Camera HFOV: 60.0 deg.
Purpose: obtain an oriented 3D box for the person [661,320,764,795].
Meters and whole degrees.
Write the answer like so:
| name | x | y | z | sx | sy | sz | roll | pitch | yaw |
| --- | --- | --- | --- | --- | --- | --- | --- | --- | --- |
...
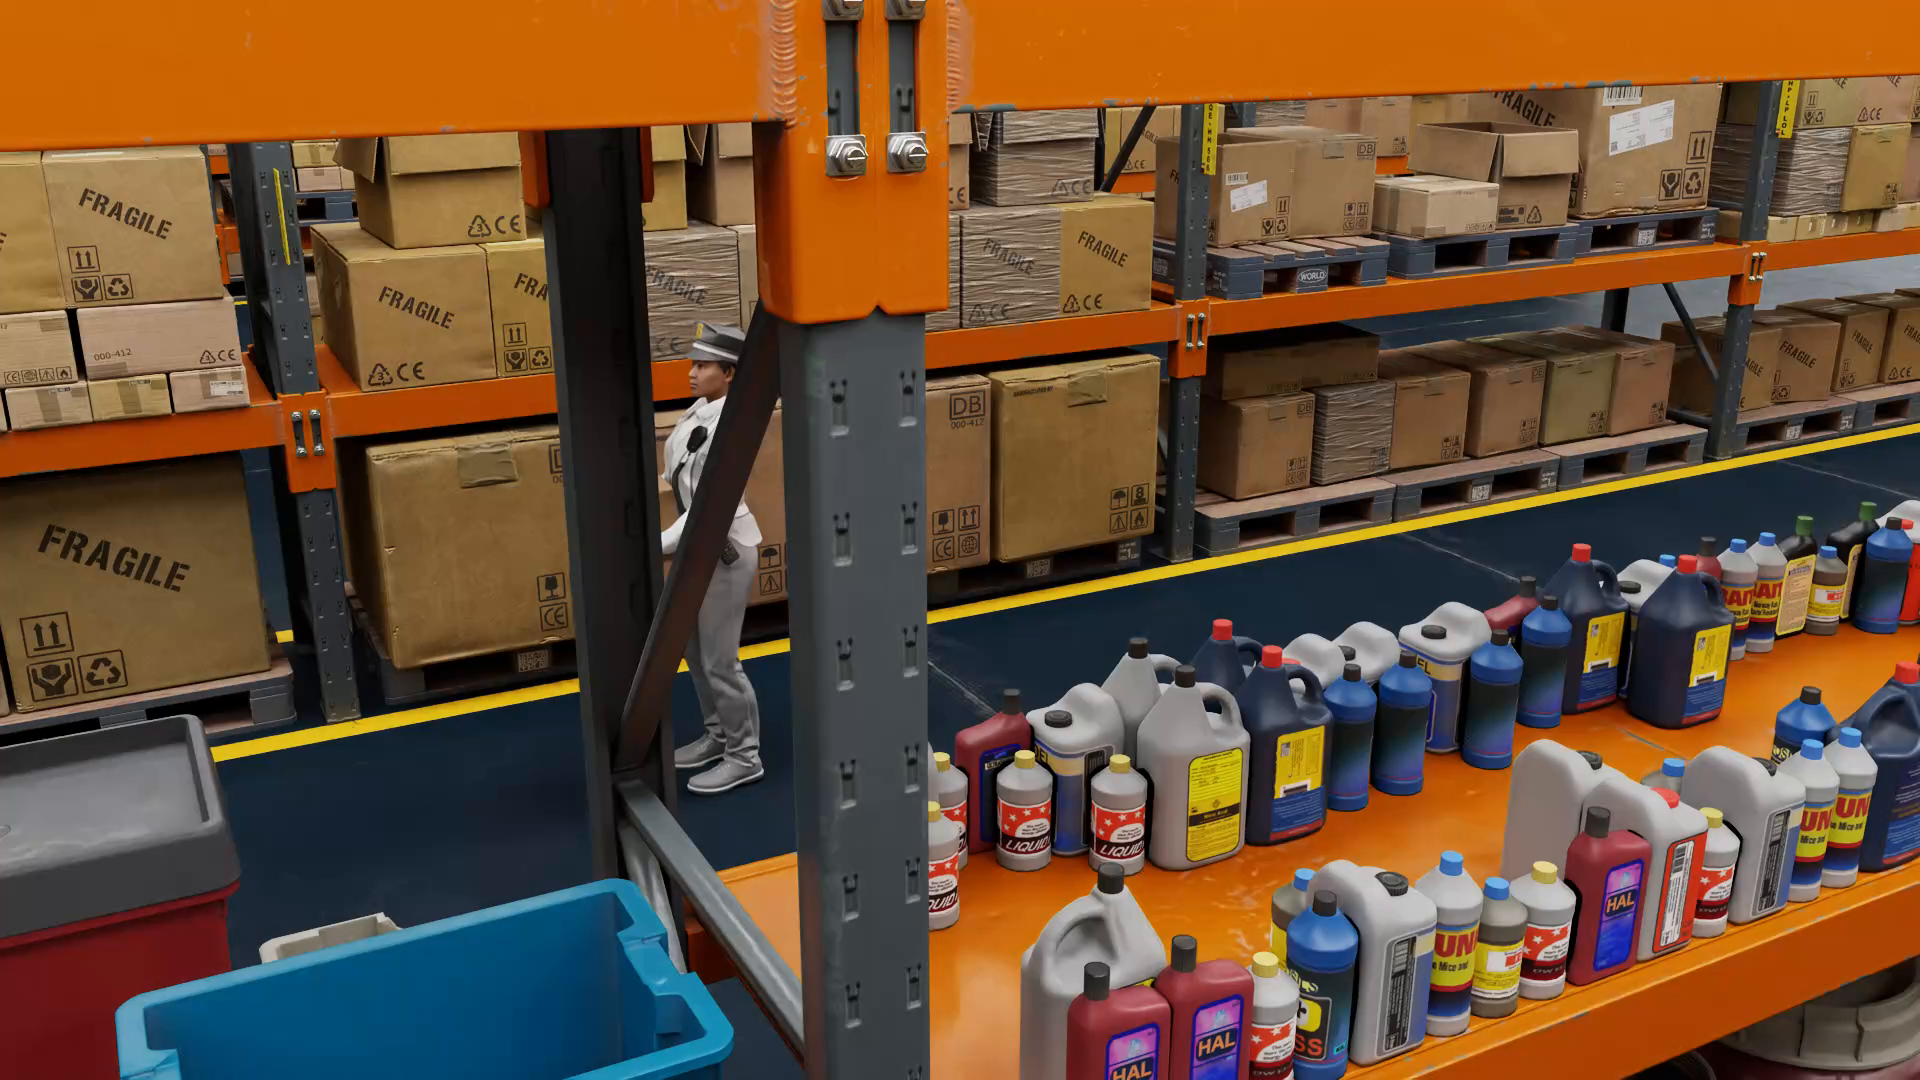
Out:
| name | x | y | z | sx | sy | sz | roll | pitch | yaw |
| --- | --- | --- | --- | --- | --- | --- | --- | --- | --- |
| person | -0.937 | 0.063 | 5.837 | 0.558 | 1.686 | 0.459 | -9 | 20 | -24 |
